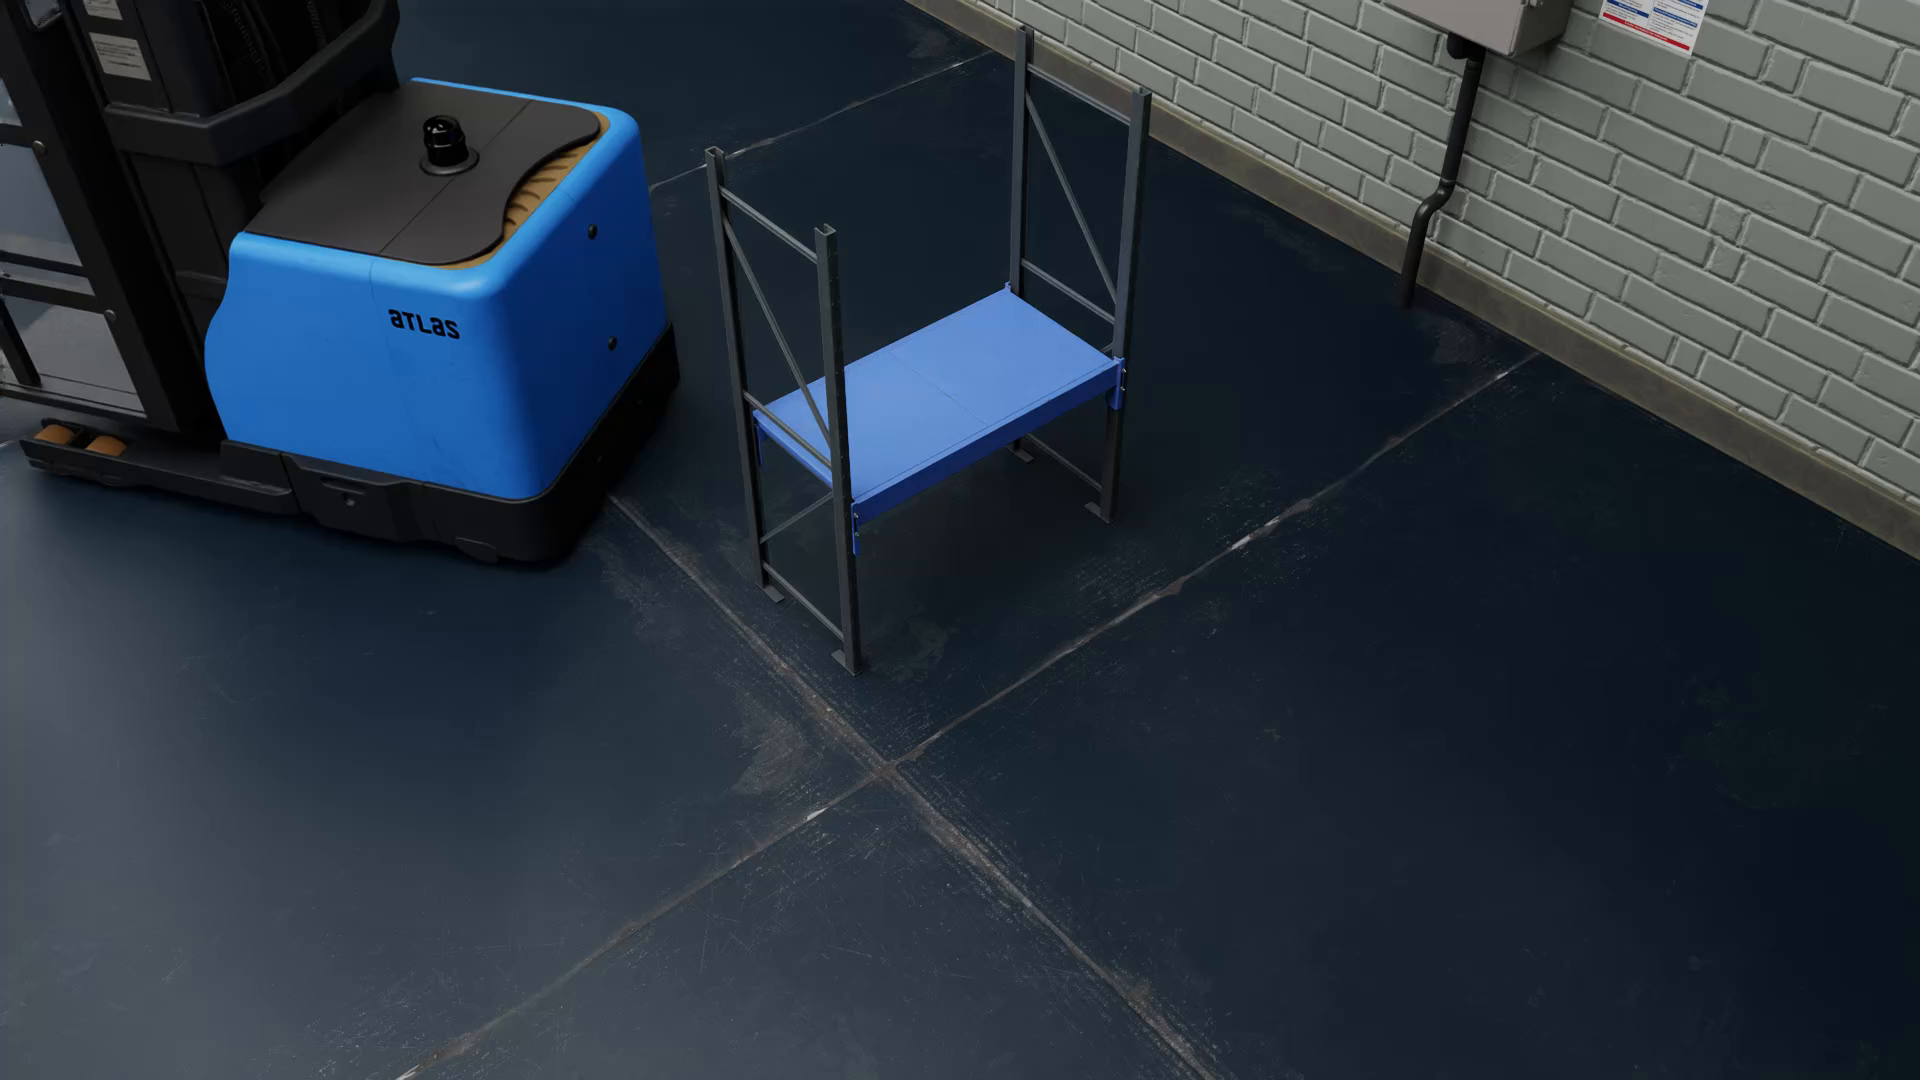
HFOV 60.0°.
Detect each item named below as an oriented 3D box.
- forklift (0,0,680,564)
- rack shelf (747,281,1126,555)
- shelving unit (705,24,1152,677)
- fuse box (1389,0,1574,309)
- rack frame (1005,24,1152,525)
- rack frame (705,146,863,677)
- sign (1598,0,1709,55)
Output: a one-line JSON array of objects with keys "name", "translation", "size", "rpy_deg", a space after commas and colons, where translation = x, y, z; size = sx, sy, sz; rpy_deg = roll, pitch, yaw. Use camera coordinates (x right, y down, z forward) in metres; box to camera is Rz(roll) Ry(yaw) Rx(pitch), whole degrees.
[{"name": "forklift", "translation": [-2.541, -1.576, 4.787], "size": [3.031, 2.935, 1.130], "rpy_deg": [12, 44, 12]}, {"name": "rack shelf", "translation": [-0.065, -0.378, 4.820], "size": [1.000, 0.185, 0.538], "rpy_deg": [-30, 51, -28]}, {"name": "shelving unit", "translation": [-0.065, -0.509, 4.697], "size": [1.048, 1.500, 0.538], "rpy_deg": [-30, 51, -28]}, {"name": "fuse box", "translation": [1.642, -1.472, 5.568], "size": [0.414, 1.711, 0.539], "rpy_deg": [-30, 51, -28]}, {"name": "rack frame", "translation": [0.324, -0.733, 4.934], "size": [0.032, 1.500, 0.500], "rpy_deg": [-30, 51, -28]}, {"name": "rack frame", "translation": [-0.455, -0.286, 4.459], "size": [0.032, 1.500, 0.500], "rpy_deg": [-30, 51, -28]}, {"name": "sign", "translation": [2.117, -1.739, 4.980], "size": [0.001, 0.494, 0.329], "rpy_deg": [-30, 51, -28]}]
